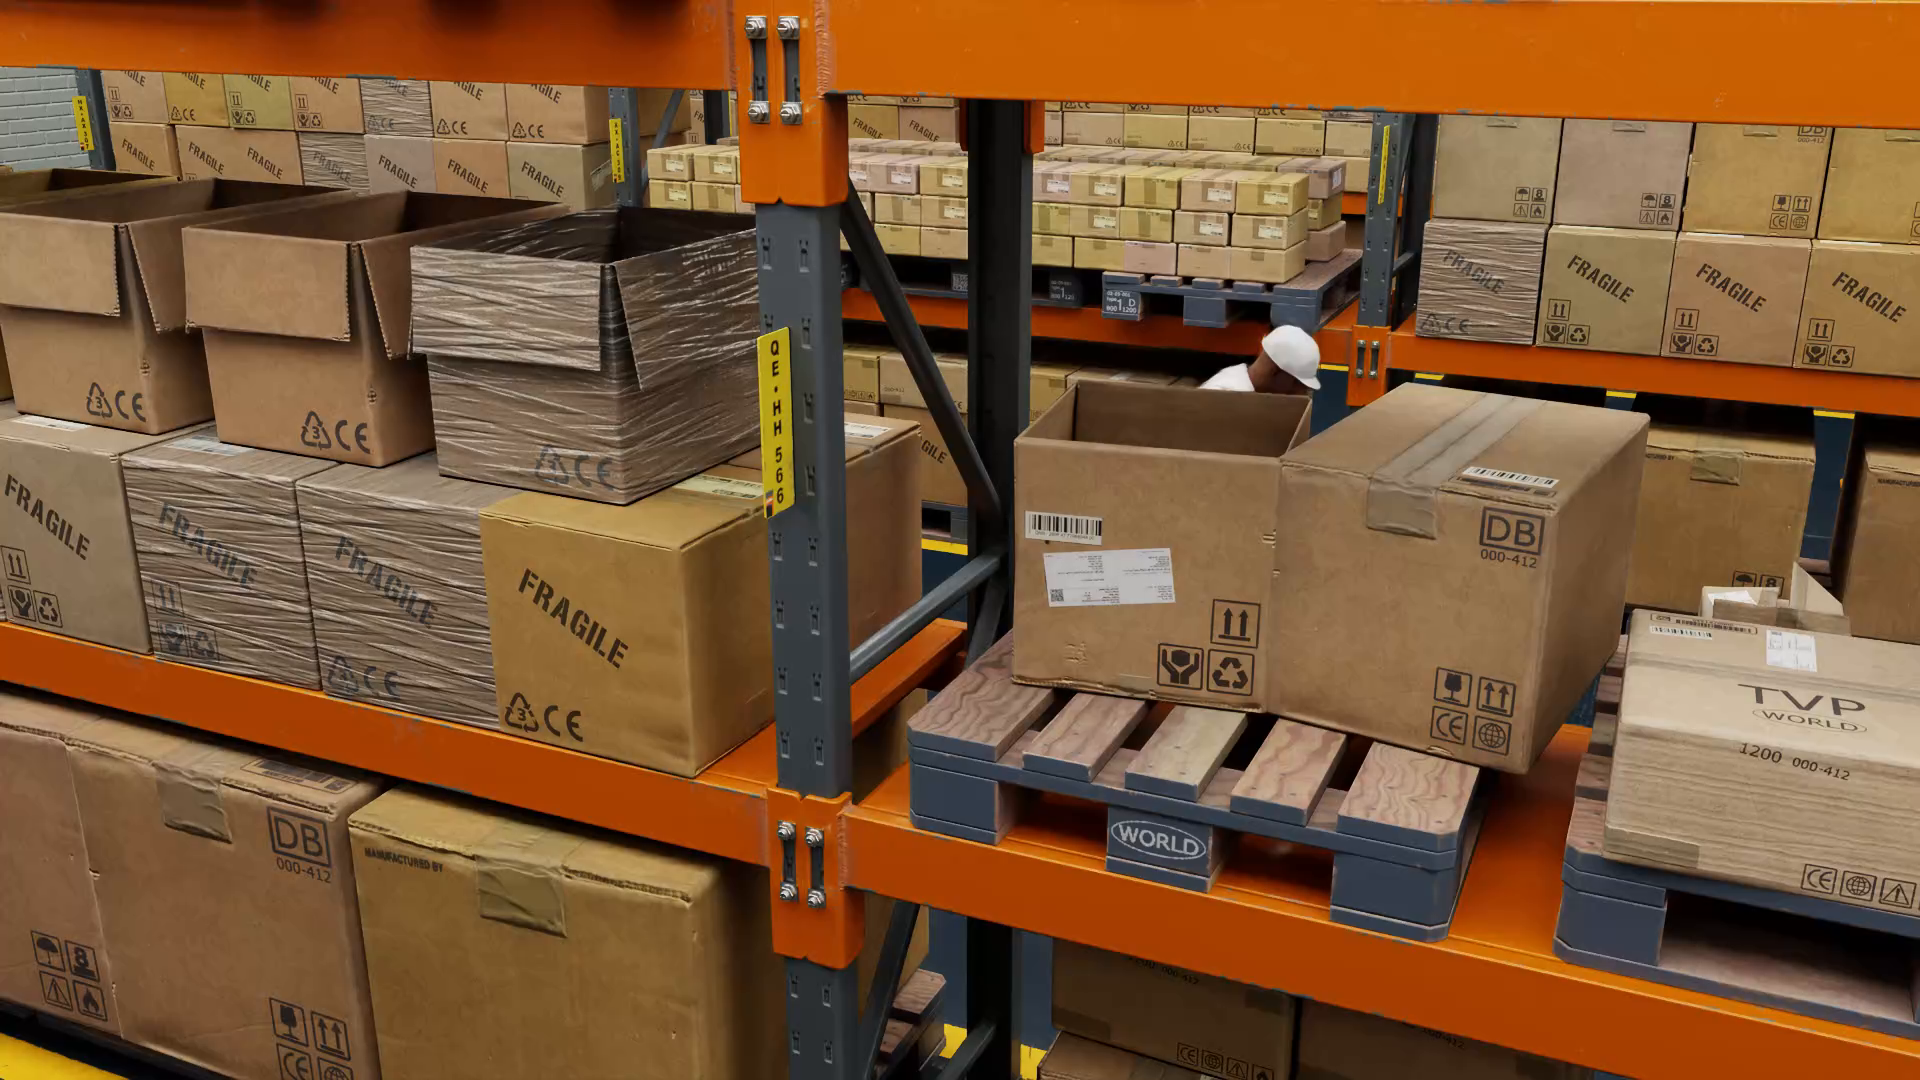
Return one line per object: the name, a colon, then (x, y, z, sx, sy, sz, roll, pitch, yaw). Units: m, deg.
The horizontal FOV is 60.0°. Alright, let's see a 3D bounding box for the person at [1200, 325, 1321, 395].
person: (1.084, -0.122, 6.729, 0.666, 1.543, 0.625, 8, 21, 23)
